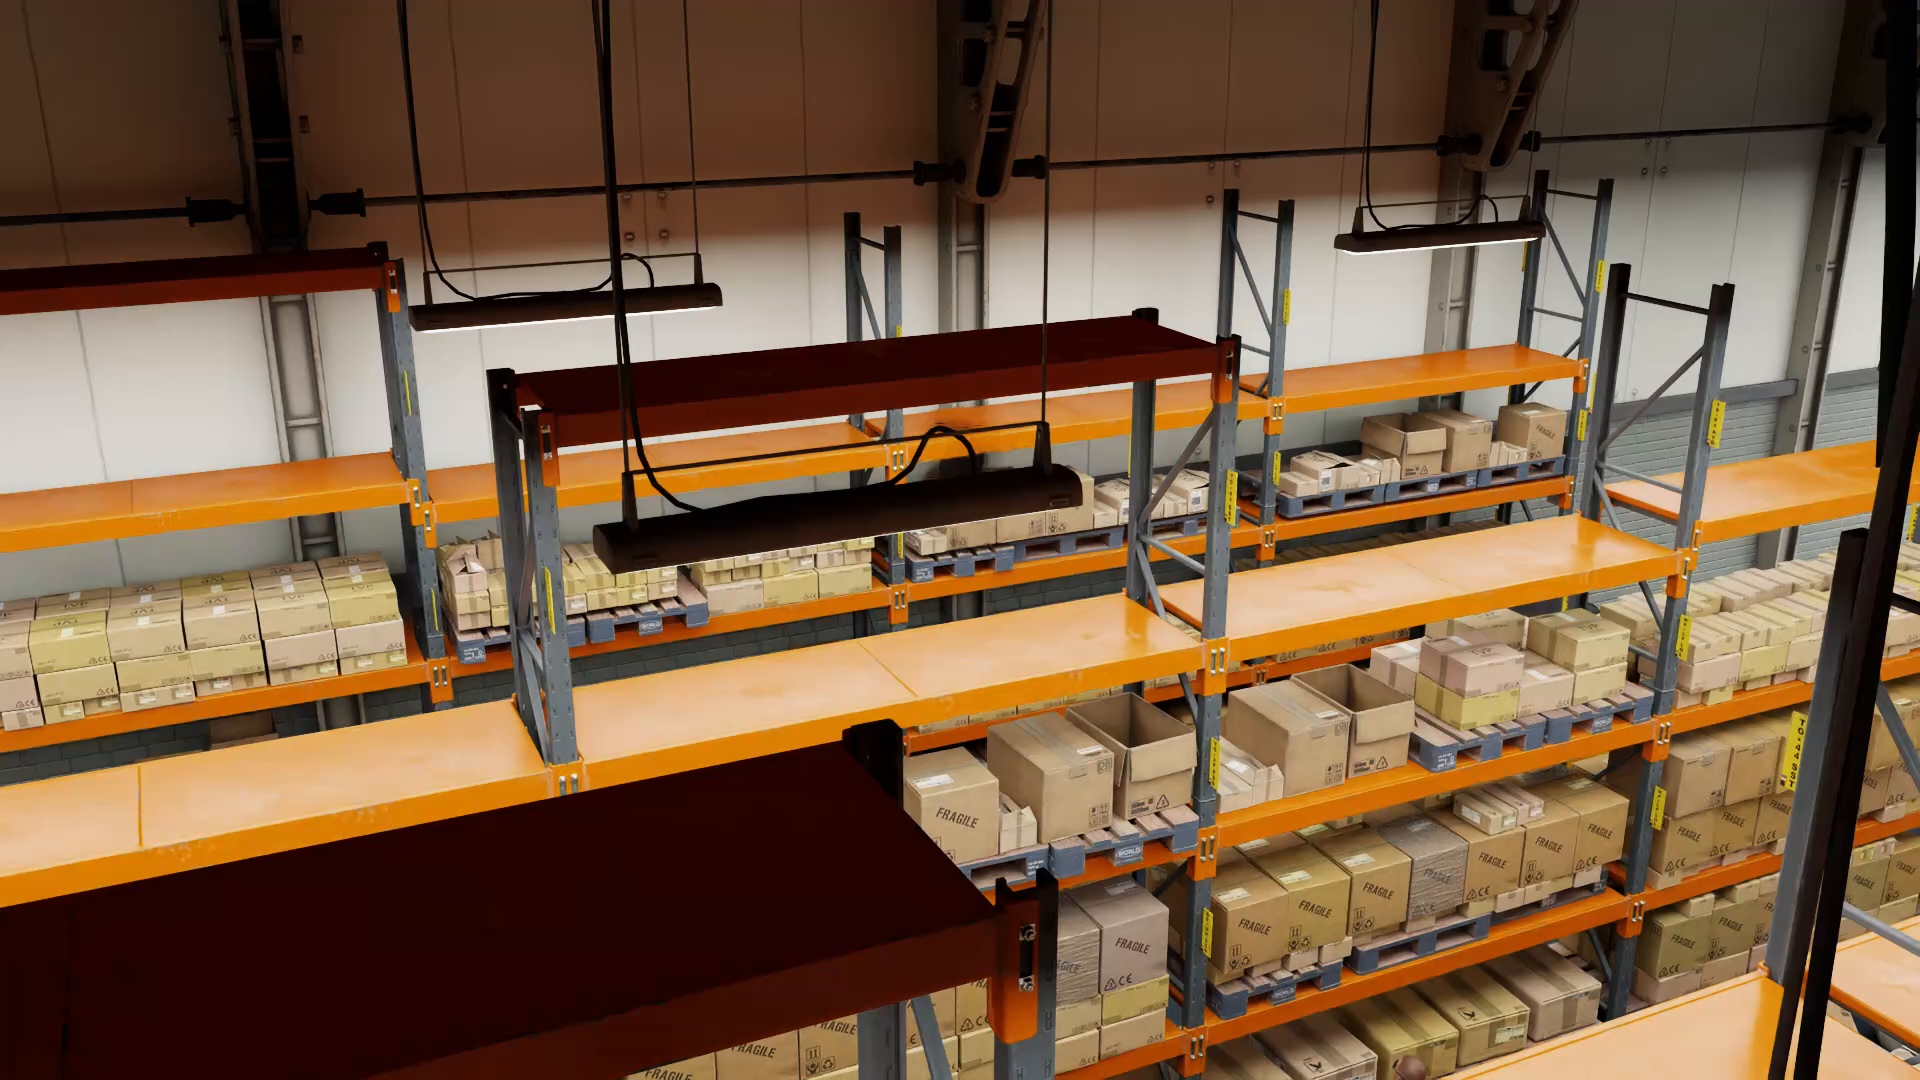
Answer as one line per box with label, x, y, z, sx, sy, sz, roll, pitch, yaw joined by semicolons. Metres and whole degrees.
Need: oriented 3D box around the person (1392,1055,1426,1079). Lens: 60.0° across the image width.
person;2.751;3.968;10.431;0.379;1.729;0.612;10;21;27
